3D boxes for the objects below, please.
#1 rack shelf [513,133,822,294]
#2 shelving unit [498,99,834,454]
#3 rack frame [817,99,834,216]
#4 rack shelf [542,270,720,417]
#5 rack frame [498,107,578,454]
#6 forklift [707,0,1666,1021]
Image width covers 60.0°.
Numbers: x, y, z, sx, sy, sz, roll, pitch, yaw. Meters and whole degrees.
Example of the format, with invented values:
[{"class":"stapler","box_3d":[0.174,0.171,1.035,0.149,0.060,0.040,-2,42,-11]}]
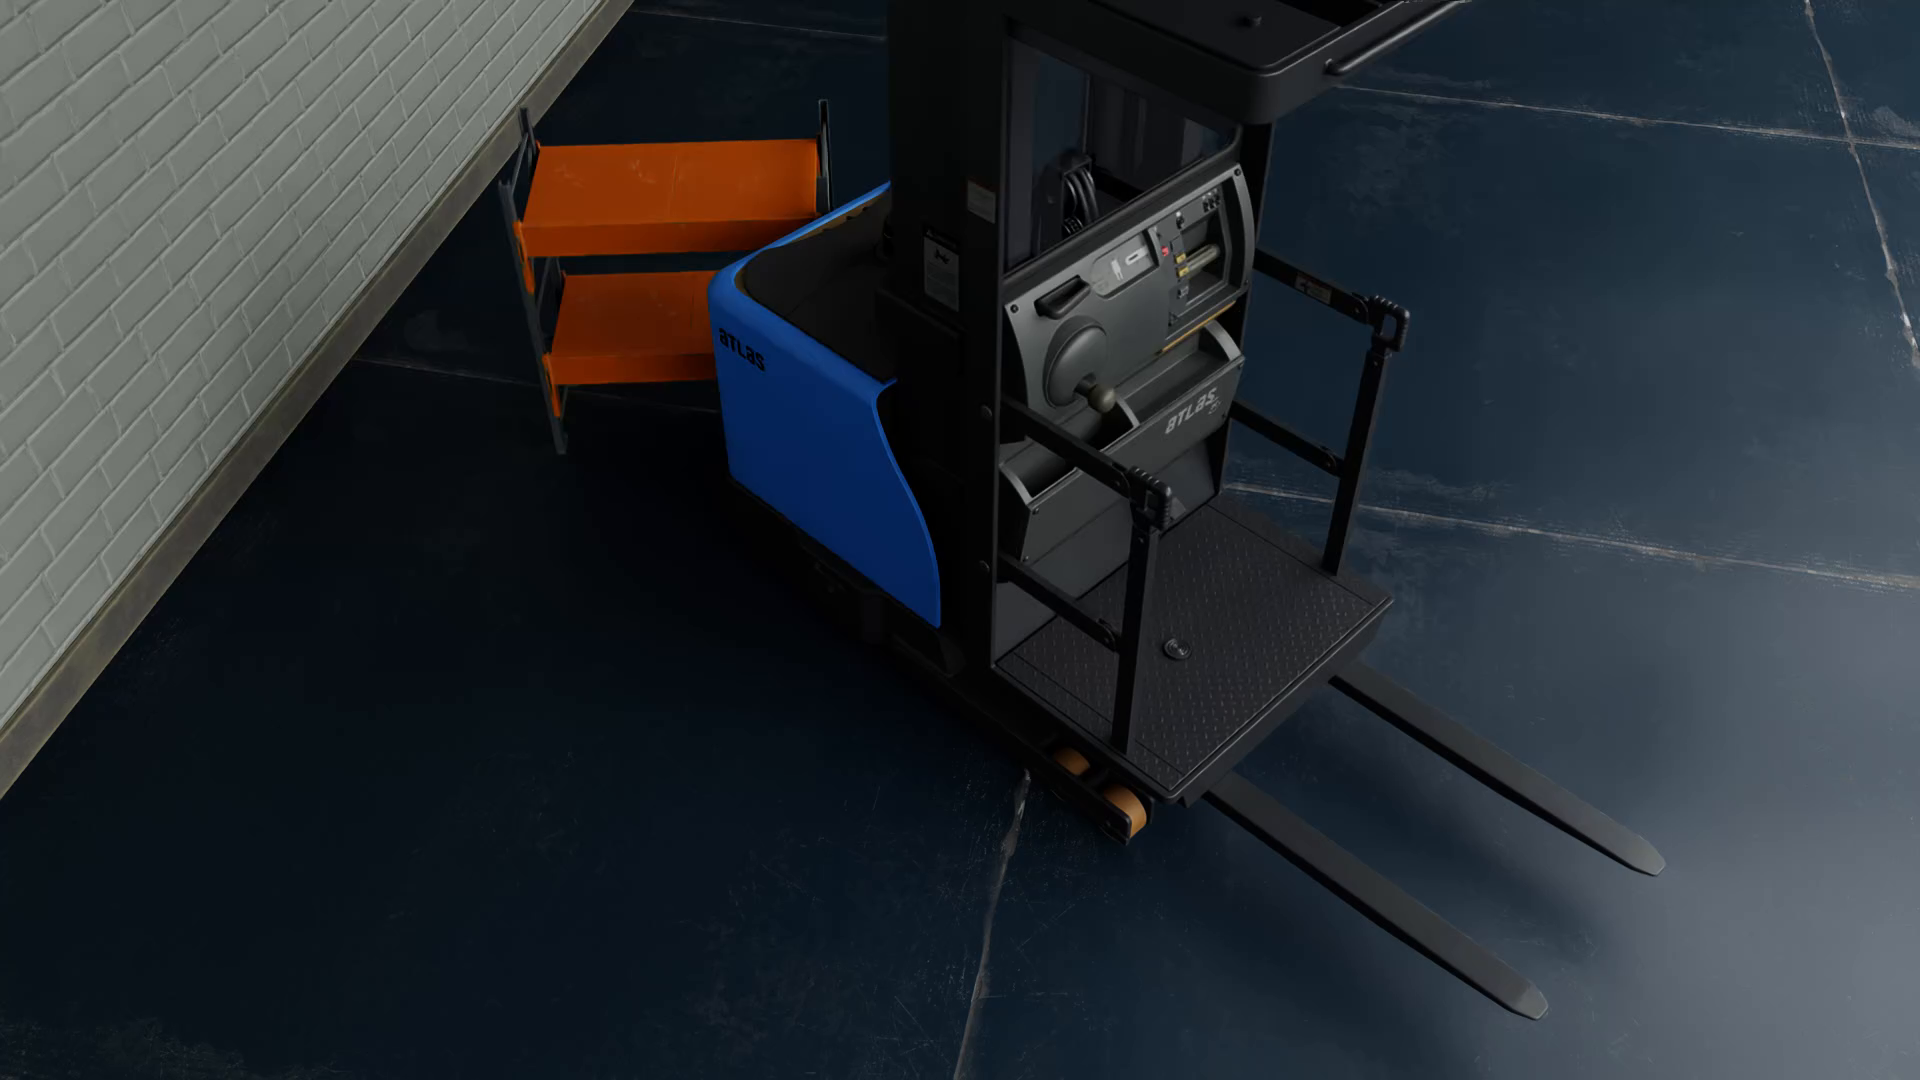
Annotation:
[{"class":"rack shelf","box_3d":[-0.963,-1.123,5.683,1.000,0.278,0.538,-2,44,-2]},{"class":"shelving unit","box_3d":[-0.963,-0.912,5.886,1.048,1.125,0.538,-2,44,-2]},{"class":"rack frame","box_3d":[-0.456,-0.930,5.906,0.032,1.125,0.500,-2,44,-2]},{"class":"rack shelf","box_3d":[-0.963,-0.736,6.056,1.000,0.278,0.538,-2,44,-2]},{"class":"rack frame","box_3d":[-1.471,-0.893,5.867,0.032,1.125,0.500,-2,44,-2]},{"class":"forklift","box_3d":[0.612,-0.593,4.252,3.031,2.935,1.130,35,54,31]}]
